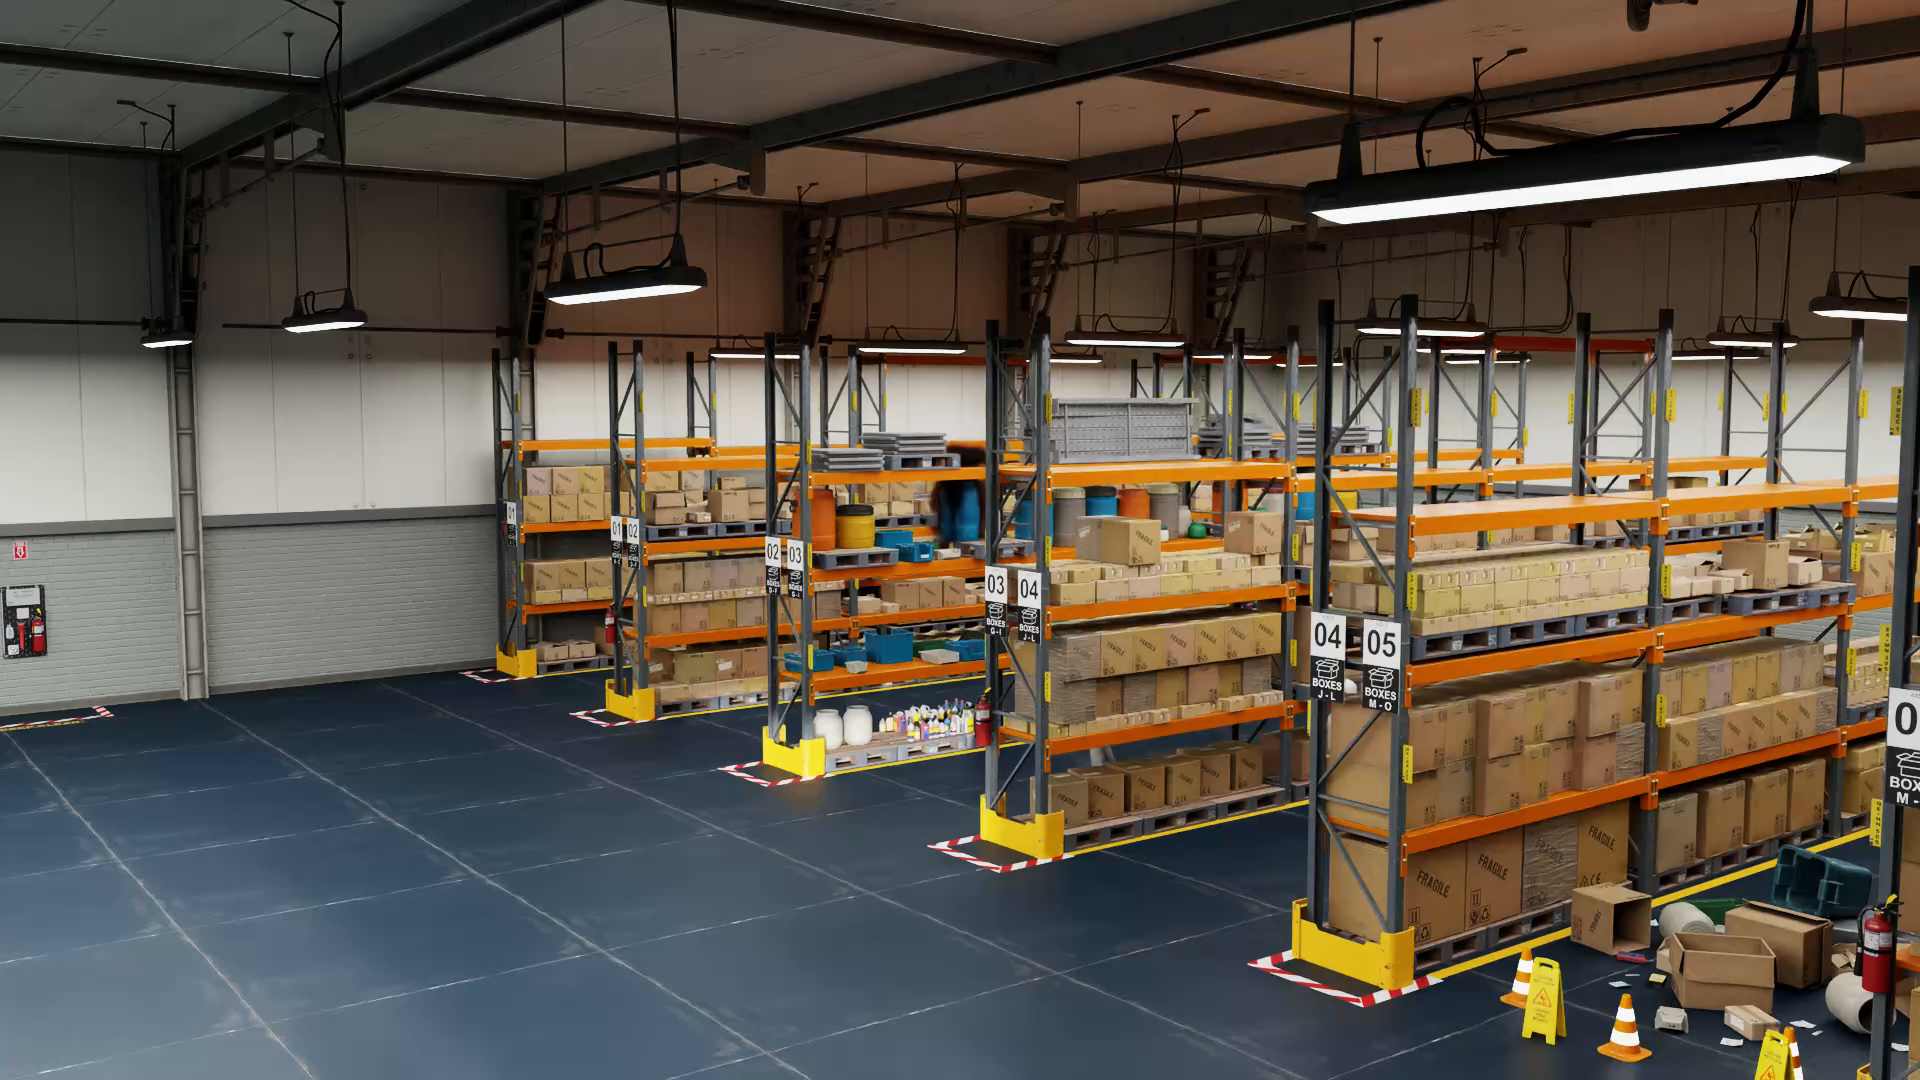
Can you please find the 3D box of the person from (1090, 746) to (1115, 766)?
[{"bbox_3d":[1.853,2.418,22.046,0.476,1.664,0.509,1,5,13],"label":"person"}]

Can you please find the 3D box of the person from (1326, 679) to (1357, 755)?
[{"bbox_3d":[4.527,2.539,20.004,0.576,1.763,0.580,1,5,12],"label":"person"}]
